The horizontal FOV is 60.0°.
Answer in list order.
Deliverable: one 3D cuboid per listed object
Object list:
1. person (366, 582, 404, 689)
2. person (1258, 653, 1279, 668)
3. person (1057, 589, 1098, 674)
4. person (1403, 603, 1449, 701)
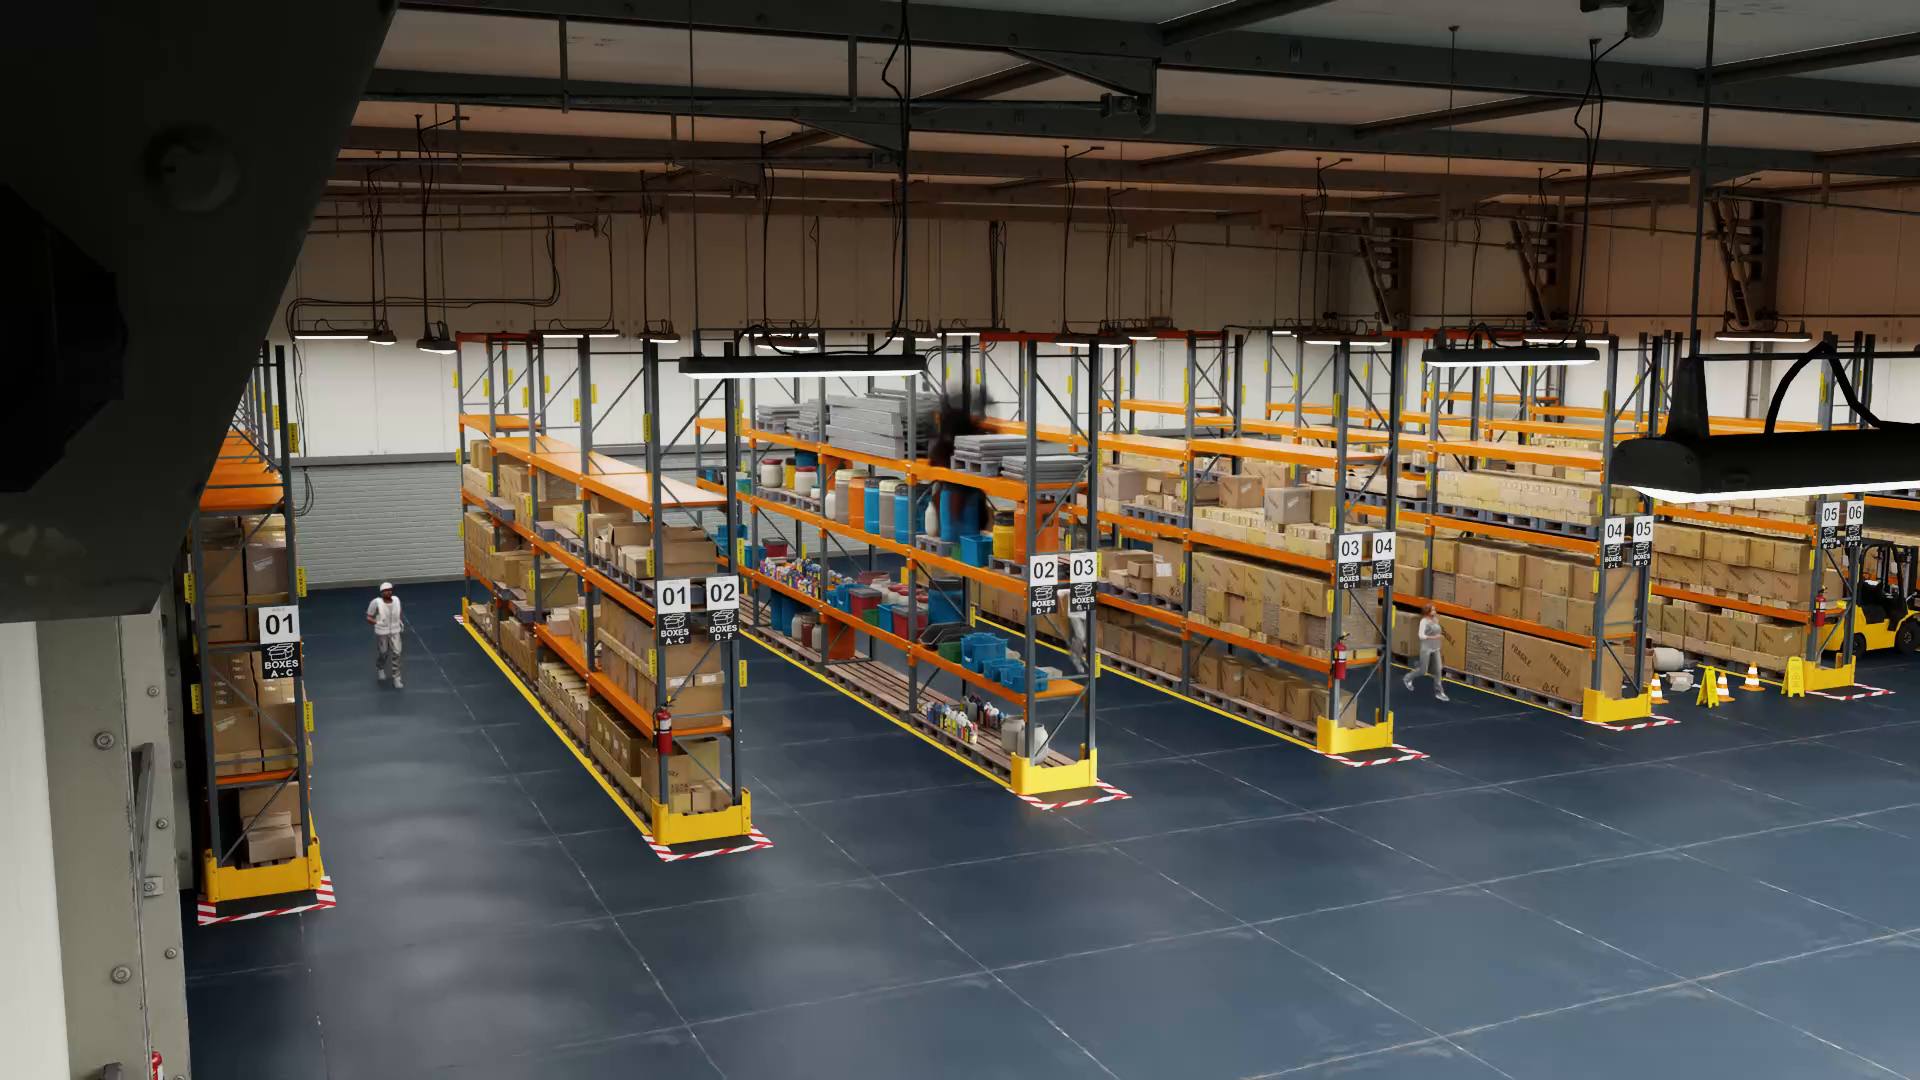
[{"bbox_3d":[-9.822,1.608,28.494,0.672,1.792,0.922,-5,9,-34],"label":"person"},{"bbox_3d":[5.608,1.463,29.901,0.536,1.706,0.770,-4,9,-29],"label":"person"},{"bbox_3d":[2.065,1.365,28.818,0.674,1.817,0.781,-4,9,-28],"label":"person"},{"bbox_3d":[7.763,1.826,27.543,0.543,1.578,0.882,-5,9,-33],"label":"person"}]
